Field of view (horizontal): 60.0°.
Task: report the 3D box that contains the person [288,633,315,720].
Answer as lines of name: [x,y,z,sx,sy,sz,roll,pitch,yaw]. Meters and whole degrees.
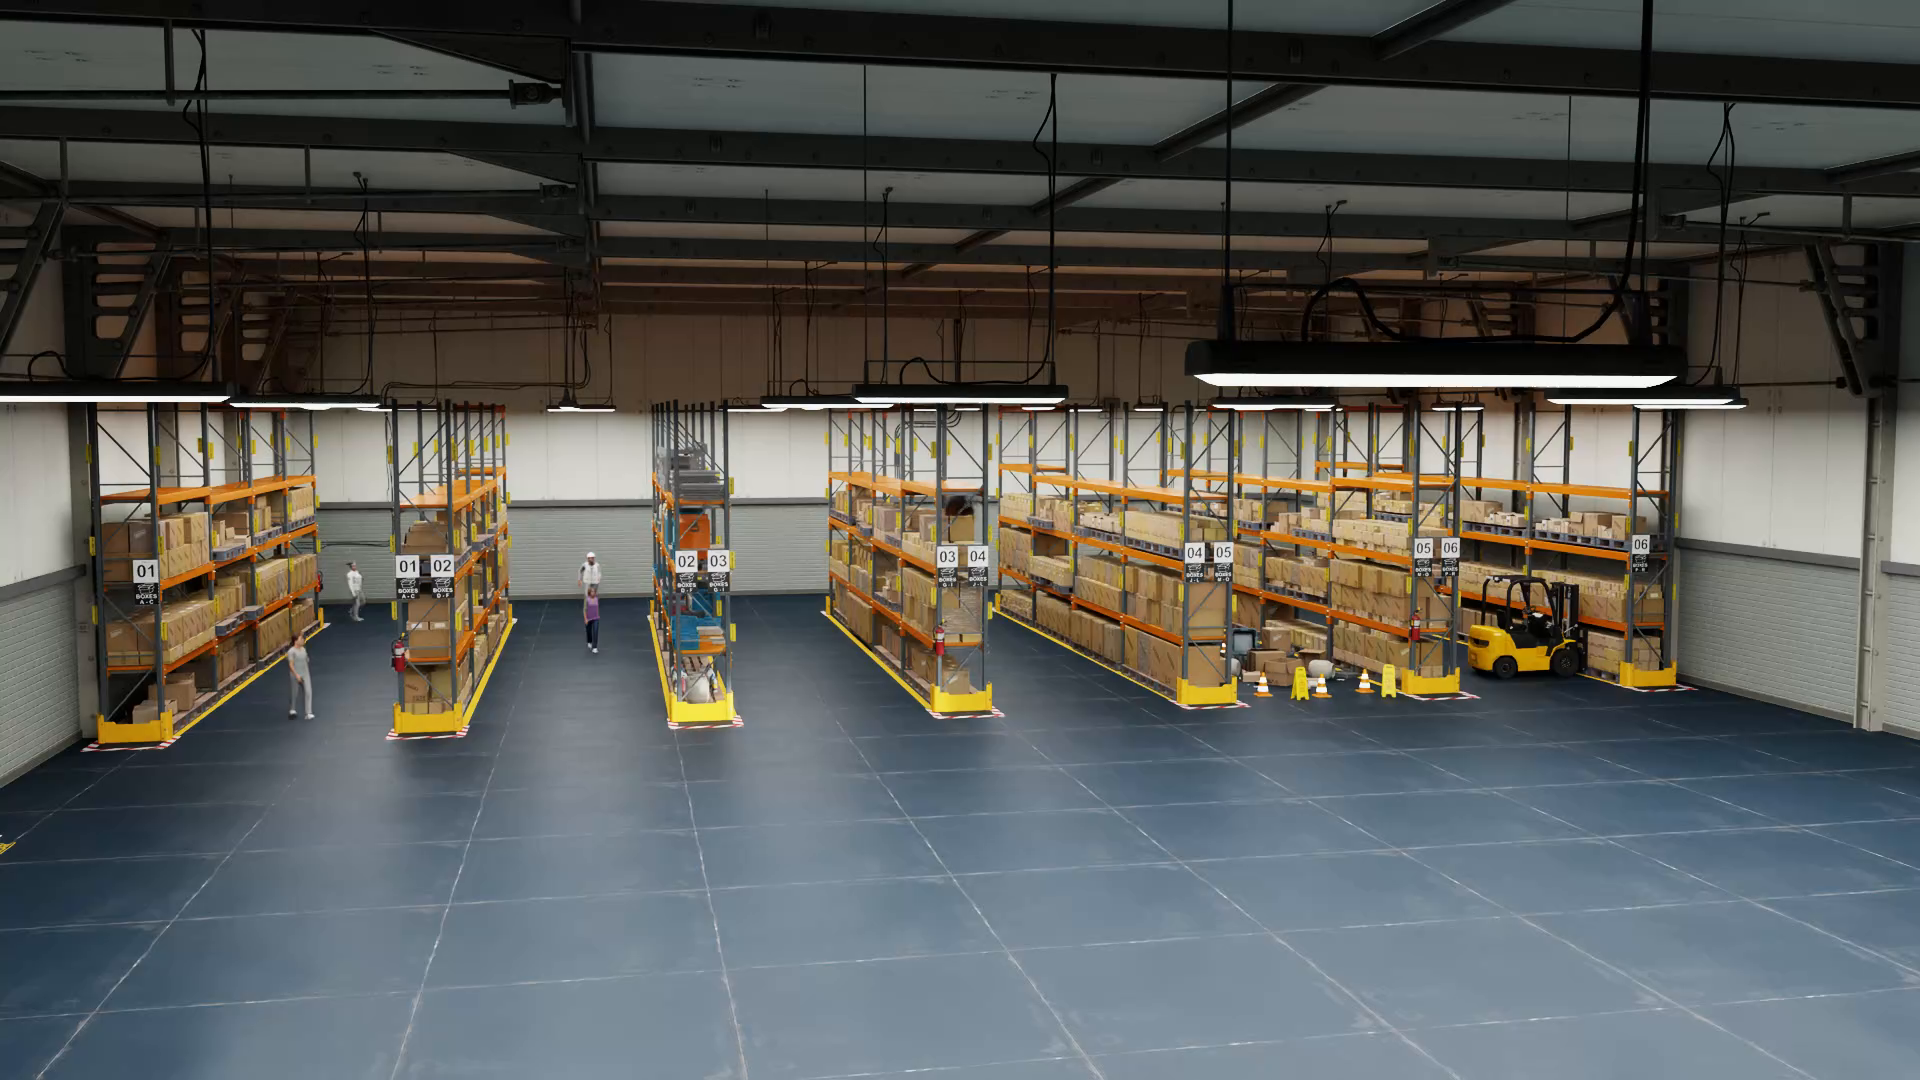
person: [-12.429,2.556,31.254,0.411,1.625,1.010,-3,5,-35]

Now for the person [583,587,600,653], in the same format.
person: [-8.900,1.912,40.162,0.407,1.555,0.823,-1,4,-14]

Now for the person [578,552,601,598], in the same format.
person: [-10.706,1.257,48.093,0.649,1.800,0.864,-1,4,-15]

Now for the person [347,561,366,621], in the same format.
person: [-16.714,1.406,46.023,0.444,1.669,0.501,0,4,4]
